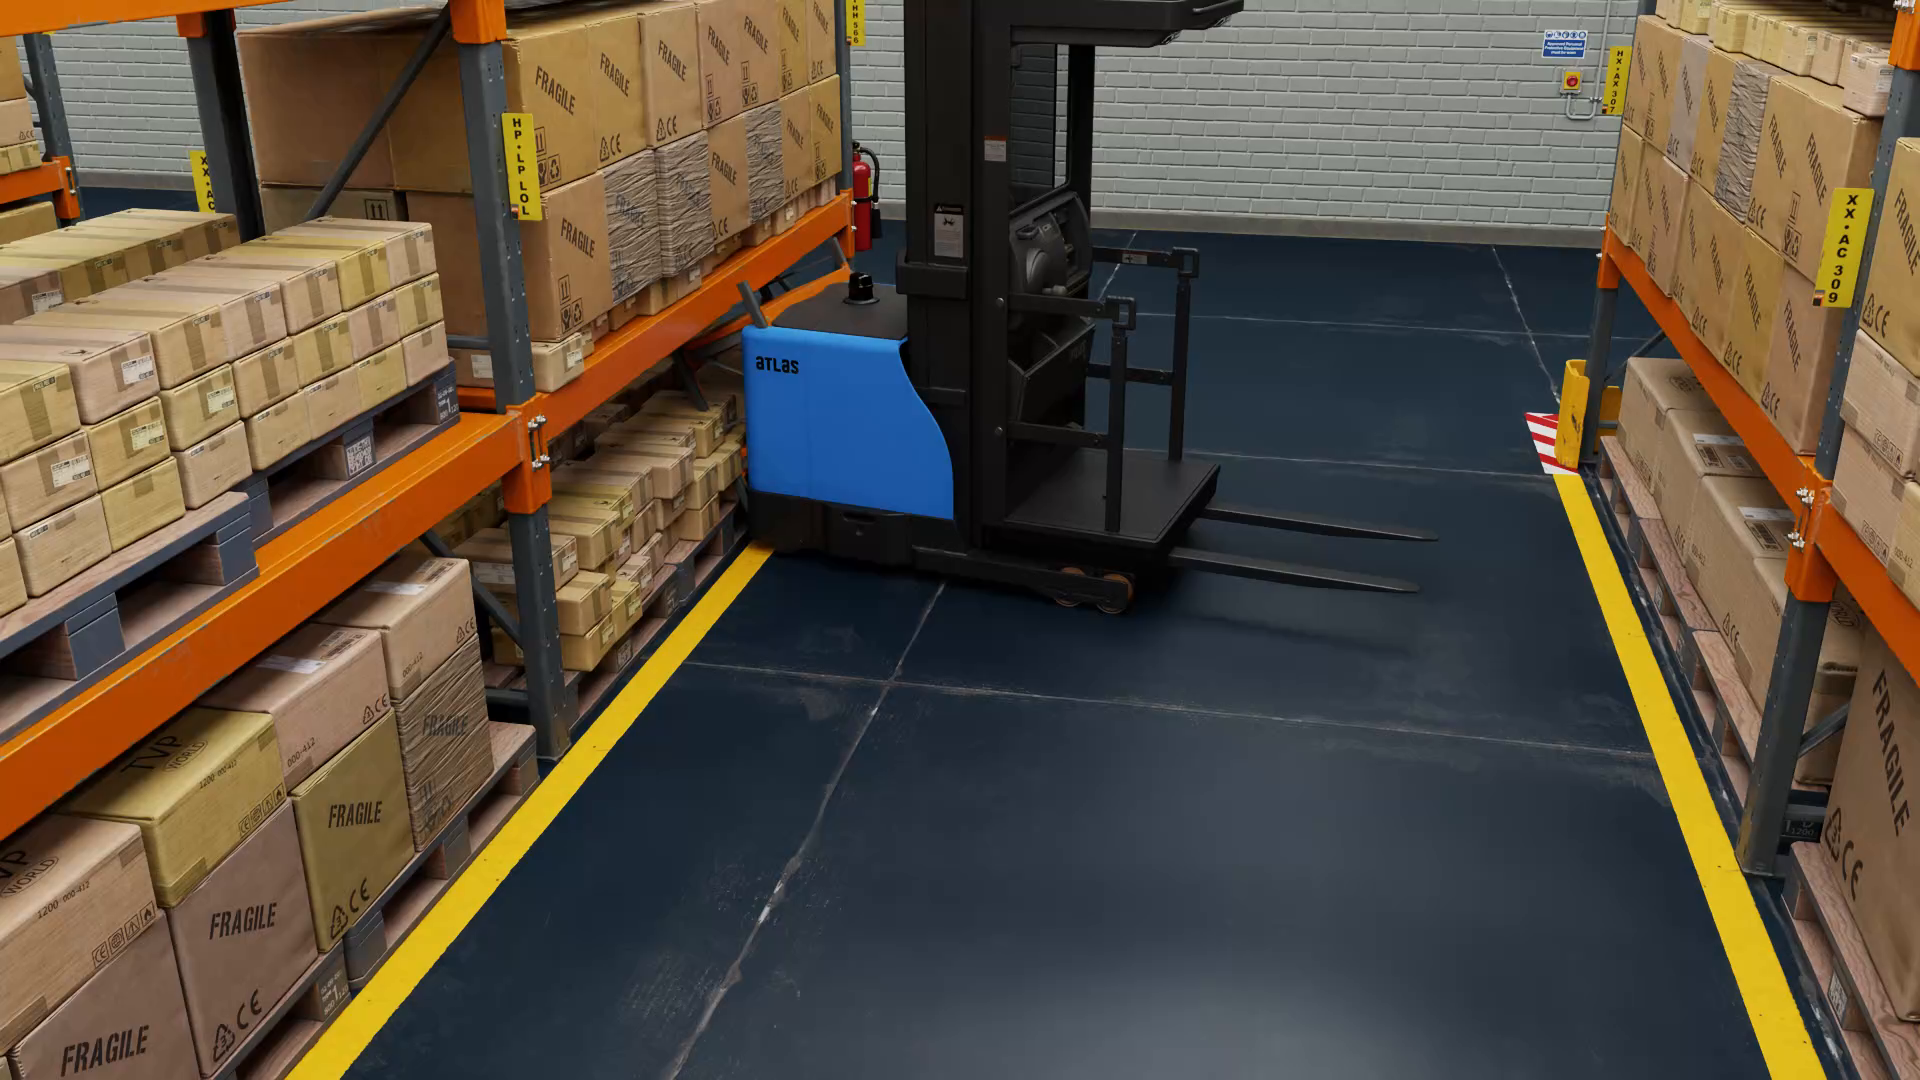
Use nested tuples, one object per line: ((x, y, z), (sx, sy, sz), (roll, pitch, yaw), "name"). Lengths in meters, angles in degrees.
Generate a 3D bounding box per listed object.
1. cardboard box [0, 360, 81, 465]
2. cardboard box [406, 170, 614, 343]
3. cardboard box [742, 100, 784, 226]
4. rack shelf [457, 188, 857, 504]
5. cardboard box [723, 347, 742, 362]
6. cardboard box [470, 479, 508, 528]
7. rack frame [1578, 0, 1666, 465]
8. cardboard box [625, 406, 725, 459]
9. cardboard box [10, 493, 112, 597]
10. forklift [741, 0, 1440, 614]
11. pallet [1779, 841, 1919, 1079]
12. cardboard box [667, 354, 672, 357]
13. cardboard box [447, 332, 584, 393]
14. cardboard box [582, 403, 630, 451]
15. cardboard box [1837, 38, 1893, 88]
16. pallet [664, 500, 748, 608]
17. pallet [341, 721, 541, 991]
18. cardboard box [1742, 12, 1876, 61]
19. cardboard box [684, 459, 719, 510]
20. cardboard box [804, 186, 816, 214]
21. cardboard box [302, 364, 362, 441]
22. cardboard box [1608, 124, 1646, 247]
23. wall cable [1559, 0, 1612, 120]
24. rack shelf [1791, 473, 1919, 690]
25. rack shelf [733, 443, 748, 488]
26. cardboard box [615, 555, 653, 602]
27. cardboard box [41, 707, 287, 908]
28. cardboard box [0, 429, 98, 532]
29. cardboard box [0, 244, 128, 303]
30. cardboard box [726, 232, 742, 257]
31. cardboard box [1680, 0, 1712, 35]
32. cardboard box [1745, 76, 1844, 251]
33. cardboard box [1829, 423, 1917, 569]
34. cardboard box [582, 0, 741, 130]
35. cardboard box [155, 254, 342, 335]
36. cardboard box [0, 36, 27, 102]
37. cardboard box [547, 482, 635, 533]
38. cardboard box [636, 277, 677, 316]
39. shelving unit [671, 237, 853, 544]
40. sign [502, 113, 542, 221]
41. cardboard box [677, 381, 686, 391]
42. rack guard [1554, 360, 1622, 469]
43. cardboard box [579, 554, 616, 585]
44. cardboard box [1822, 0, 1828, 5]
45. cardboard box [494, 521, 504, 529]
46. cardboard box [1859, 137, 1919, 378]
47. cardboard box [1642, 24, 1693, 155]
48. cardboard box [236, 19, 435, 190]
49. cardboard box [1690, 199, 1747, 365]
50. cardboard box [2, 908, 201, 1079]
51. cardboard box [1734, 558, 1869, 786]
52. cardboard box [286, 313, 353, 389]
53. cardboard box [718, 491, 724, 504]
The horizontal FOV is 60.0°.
((-2.114, -0.277, 3.505), (0.380, 0.149, 0.250), (4, 22, 10), "cardboard box")
((-1.555, -1.006, 5.805), (0.500, 0.500, 0.500), (4, 22, 10), "cardboard box")
((-1.130, -1.749, 7.650), (0.500, 0.500, 0.500), (5, 22, 11), "cardboard box")
((-1.495, -1.058, 7.428), (1.077, 0.370, 4.000), (4, 22, 11), "rack shelf")
((-0.982, -0.866, 8.447), (0.380, 0.149, 0.250), (4, 22, 10), "cardboard box")
((-2.028, -0.146, 6.660), (0.380, 0.149, 0.250), (4, 22, 10), "cardboard box")
((3.780, -1.783, 8.264), (1.000, 3.000, 0.127), (4, 22, 11), "rack frame")
((-1.286, -0.488, 7.508), (0.380, 0.149, 0.250), (5, 22, 11), "cardboard box")
((-2.107, -0.004, 3.622), (0.380, 0.149, 0.250), (4, 22, 9), "cardboard box")
((0.581, -1.271, 7.086), (3.031, 2.935, 1.130), (9, 24, 20), "forklift")
((2.880, 1.262, 4.438), (1.003, 0.211, 1.213), (4, 22, 11), "pallet")
((-1.641, -0.913, 8.563), (0.380, 0.149, 0.250), (4, 22, 11), "cardboard box")
((-1.525, -0.622, 5.719), (0.380, 0.149, 0.250), (5, 23, 13), "cardboard box")
((-1.733, -0.524, 7.596), (0.380, 0.149, 0.250), (5, 22, 11), "cardboard box")
((2.936, -1.446, 5.089), (0.380, 0.149, 0.250), (4, 22, 11), "cardboard box")
((-1.554, -0.062, 7.726), (1.003, 0.211, 1.213), (4, 22, 11), "pallet")
((-2.060, 0.918, 5.291), (1.003, 0.211, 1.213), (4, 22, 11), "pallet")
((3.073, -1.821, 6.020), (0.380, 0.149, 0.250), (4, 22, 11), "cardboard box")
((-1.287, -0.255, 7.326), (0.380, 0.149, 0.250), (4, 22, 11), "cardboard box")
((-0.964, -1.778, 8.588), (0.380, 0.149, 0.250), (4, 22, 11), "cardboard box")
((-1.895, -0.392, 4.586), (0.380, 0.149, 0.250), (4, 22, 11), "cardboard box")
((3.401, -1.675, 7.864), (0.500, 0.500, 0.500), (4, 22, 10), "cardboard box")
((4.908, -4.332, 13.194), (0.585, 1.953, 0.123), (4, 22, 11), "wall cable")
((2.556, 0.745, 2.950), (1.077, 0.370, 4.000), (4, 22, 11), "rack shelf")
((-0.664, -0.518, 7.980), (0.538, 0.278, 1.000), (-19, 13, 25), "rack shelf")
((-1.460, 0.167, 6.679), (0.380, 0.149, 0.250), (4, 22, 11), "cardboard box")
((-2.019, 0.630, 4.055), (0.500, 0.250, 0.500), (3, 22, 9), "cardboard box")
((-2.111, -0.145, 3.574), (0.380, 0.149, 0.250), (5, 23, 13), "cardboard box")
((-2.539, -0.709, 4.577), (0.380, 0.149, 0.250), (5, 22, 11), "cardboard box")
((-1.225, -1.401, 7.654), (0.380, 0.149, 0.250), (4, 22, 9), "cardboard box")
((3.251, -2.200, 6.960), (0.380, 0.149, 0.250), (4, 22, 9), "cardboard box")
((2.901, -1.208, 5.367), (0.500, 0.500, 0.500), (4, 22, 10), "cardboard box")
((2.616, -0.109, 4.311), (0.500, 0.250, 0.500), (4, 22, 10), "cardboard box")
((-1.242, -2.015, 6.971), (0.500, 0.500, 0.500), (4, 22, 9), "cardboard box")
((-1.902, -0.660, 4.455), (0.380, 0.149, 0.250), (4, 22, 9), "cardboard box")
((-5.764, -2.756, 9.480), (0.500, 0.500, 0.500), (5, 22, 12), "cardboard box")
((-1.512, -0.111, 6.572), (0.380, 0.149, 0.250), (4, 22, 10), "cardboard box")
((-1.365, -1.010, 6.683), (0.380, 0.149, 0.250), (5, 22, 12), "cardboard box")
((-0.763, -0.736, 7.929), (0.538, 1.125, 1.048), (-19, 13, 25), "shelving unit")
((-1.359, -1.156, 5.159), (0.100, 0.325, 0.005), (4, 22, 11), "sign")
((-1.519, -0.769, 8.604), (0.380, 0.149, 0.250), (5, 22, 12), "cardboard box")
((3.785, -0.632, 8.753), (1.175, 0.500, 0.348), (4, 22, 11), "rack guard")
((-1.552, 0.122, 6.391), (0.380, 0.149, 0.250), (5, 22, 11), "cardboard box")
((3.904, -2.252, 7.089), (0.380, 0.149, 0.250), (4, 22, 10), "cardboard box")
((-2.069, -0.009, 6.717), (0.380, 0.149, 0.250), (4, 22, 9), "cardboard box")
((2.593, -0.691, 4.081), (0.500, 0.500, 0.500), (5, 22, 12), "cardboard box")
((3.305, -1.949, 7.206), (0.500, 0.500, 0.500), (4, 22, 9), "cardboard box")
((-2.072, -1.501, 5.694), (0.500, 0.500, 0.500), (4, 22, 9), "cardboard box")
((2.996, -0.929, 6.011), (0.500, 0.500, 0.500), (4, 22, 10), "cardboard box")
((-2.125, 1.156, 3.752), (0.500, 0.500, 0.500), (4, 22, 10), "cardboard box")
((3.197, 0.453, 5.582), (0.875, 0.438, 0.875), (4, 22, 10), "cardboard box")
((-1.897, -0.529, 4.527), (0.380, 0.149, 0.250), (5, 23, 13), "cardboard box")
((-1.310, -0.221, 7.640), (0.380, 0.149, 0.250), (5, 22, 12), "cardboard box")
